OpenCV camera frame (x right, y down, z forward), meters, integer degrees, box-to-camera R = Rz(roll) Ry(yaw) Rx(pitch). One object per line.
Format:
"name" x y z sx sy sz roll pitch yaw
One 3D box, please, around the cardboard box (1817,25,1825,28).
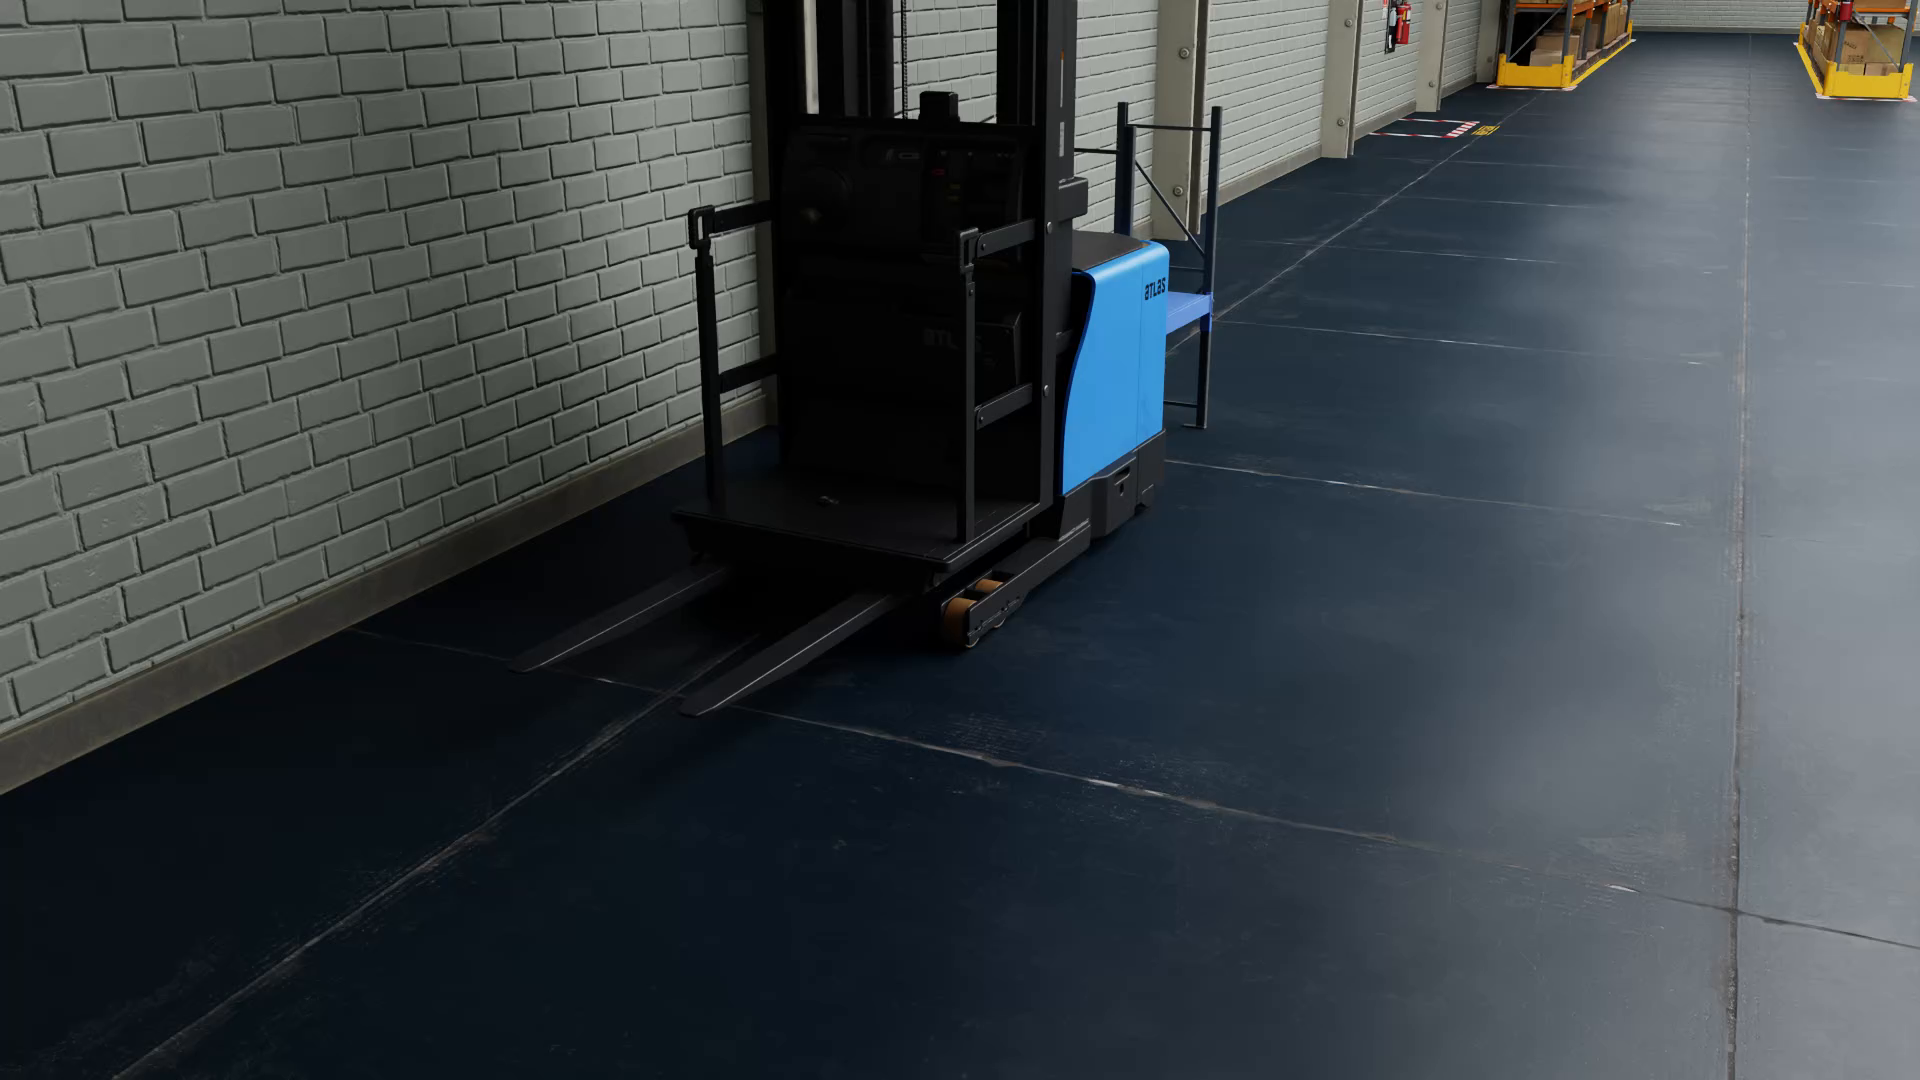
"cardboard box" 17.556 -10.136 33.568 0.500 0.500 0.500 9 22 25

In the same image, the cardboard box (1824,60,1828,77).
"cardboard box" 14.255 -7.604 26.851 0.500 0.250 0.500 9 21 23

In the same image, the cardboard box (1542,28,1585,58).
"cardboard box" 11.515 -9.501 31.782 0.700 0.500 0.500 9 22 25

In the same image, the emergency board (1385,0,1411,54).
"emergency board" 5.584 -6.770 21.028 0.194 1.169 0.643 9 21 23

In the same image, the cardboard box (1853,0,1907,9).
"cardboard box" 14.314 -8.531 25.831 0.700 0.500 0.500 9 21 23

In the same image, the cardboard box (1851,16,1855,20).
"cardboard box" 20.665 -12.064 38.987 0.500 0.500 0.500 9 21 23

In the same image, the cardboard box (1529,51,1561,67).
"cardboard box" 9.956 -8.161 28.296 0.500 0.311 0.500 6 20 17

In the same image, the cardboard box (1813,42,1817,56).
"cardboard box" 16.700 -9.417 31.949 0.500 0.250 0.500 8 21 21

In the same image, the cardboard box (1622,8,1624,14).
"cardboard box" 15.424 -12.469 39.190 0.380 0.149 0.250 8 21 21

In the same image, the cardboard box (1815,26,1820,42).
"cardboard box" 16.905 -9.835 32.288 0.500 0.311 0.500 9 22 25

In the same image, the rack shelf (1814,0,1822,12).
"rack shelf" 18.206 -11.061 34.168 1.077 0.370 4.000 9 21 23

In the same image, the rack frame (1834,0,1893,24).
"rack frame" 15.749 -9.566 28.890 1.000 3.000 0.127 9 21 23

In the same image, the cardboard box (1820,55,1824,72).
"cardboard box" 14.864 -8.064 28.143 0.500 0.250 0.500 9 21 23

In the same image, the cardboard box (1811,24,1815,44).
"cardboard box" 18.185 -10.610 34.900 0.500 0.500 0.500 9 21 23

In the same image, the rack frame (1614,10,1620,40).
"rack frame" 14.504 -12.690 37.674 1.000 3.000 0.127 9 21 23

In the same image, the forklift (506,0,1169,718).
"forklift" -0.295 -1.196 5.458 1.130 2.935 3.031 10 22 26

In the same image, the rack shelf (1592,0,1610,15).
"rack shelf" 12.047 -10.517 32.638 1.077 0.370 4.000 9 21 23

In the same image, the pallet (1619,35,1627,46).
"pallet" 15.385 -11.972 39.818 1.003 0.211 1.213 9 21 23

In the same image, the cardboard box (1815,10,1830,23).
"cardboard box" 17.990 -10.821 34.373 0.500 0.250 0.500 8 21 22

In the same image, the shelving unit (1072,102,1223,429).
"shelving unit" 0.716 -1.129 7.406 0.538 1.500 1.048 10 22 26

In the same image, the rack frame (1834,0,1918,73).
"rack frame" 14.111 -8.343 25.451 1.000 3.000 0.127 9 21 23

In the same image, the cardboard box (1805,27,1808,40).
"cardboard box" 19.307 -11.394 37.387 0.500 0.311 0.500 9 21 23

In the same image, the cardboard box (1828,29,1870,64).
"cardboard box" 14.059 -7.803 26.292 0.500 0.500 0.500 9 21 23

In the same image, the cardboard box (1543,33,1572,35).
"cardboard box" 10.840 -8.951 30.235 0.500 0.500 0.500 7 21 19

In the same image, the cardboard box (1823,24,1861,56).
"cardboard box" 14.864 -8.417 28.017 0.500 0.500 0.500 9 21 23

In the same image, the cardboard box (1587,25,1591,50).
"cardboard box" 12.302 -10.128 33.544 0.700 0.500 0.500 9 21 23

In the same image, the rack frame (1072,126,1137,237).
"rack frame" 0.477 -0.979 6.983 0.500 1.500 0.032 10 22 26

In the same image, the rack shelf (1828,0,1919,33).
"rack shelf" 14.930 -8.615 27.291 1.077 0.370 4.000 9 21 23

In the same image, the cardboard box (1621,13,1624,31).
"cardboard box" 15.537 -12.398 39.958 0.700 0.500 0.500 8 21 21

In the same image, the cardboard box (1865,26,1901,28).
"cardboard box" 15.150 -8.190 27.380 0.500 0.500 0.500 9 21 23

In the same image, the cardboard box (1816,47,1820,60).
"cardboard box" 16.072 -8.945 30.622 0.500 0.250 0.500 9 21 24

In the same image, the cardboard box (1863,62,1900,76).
"cardboard box" 14.534 -7.379 26.217 0.500 0.250 0.500 9 21 23

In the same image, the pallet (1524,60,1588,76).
"pallet" 10.986 -8.720 30.674 1.003 0.211 1.213 9 21 23

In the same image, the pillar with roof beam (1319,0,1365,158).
"pillar with roof beam" 8.101 -7.922 15.314 9.100 9.000 0.400 9 21 23

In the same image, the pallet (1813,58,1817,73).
"pallet" 16.513 -8.857 31.058 1.003 0.211 1.213 9 21 23

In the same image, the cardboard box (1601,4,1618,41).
"cardboard box" 13.995 -11.386 36.590 0.750 0.750 0.750 9 22 24

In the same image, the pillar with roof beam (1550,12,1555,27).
"pillar with roof beam" 17.929 -15.258 35.944 9.100 9.000 0.400 9 21 23

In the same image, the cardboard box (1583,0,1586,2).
"cardboard box" 10.493 -9.381 28.566 0.500 0.250 0.500 8 21 22

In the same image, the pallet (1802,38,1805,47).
"pallet" 20.306 -11.653 38.921 1.003 0.211 1.213 9 21 23

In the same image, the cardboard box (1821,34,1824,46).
"cardboard box" 15.653 -8.895 29.645 0.500 0.311 0.500 9 21 23

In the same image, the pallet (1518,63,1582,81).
"pallet" 10.487 -8.346 29.622 1.003 0.211 1.213 9 21 23

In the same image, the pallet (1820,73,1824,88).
"pallet" 14.887 -7.640 27.637 1.003 0.211 1.213 9 21 23

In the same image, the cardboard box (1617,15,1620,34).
"cardboard box" 14.904 -11.925 38.626 0.700 0.500 0.500 9 21 23

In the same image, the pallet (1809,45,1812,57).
"pallet" 18.726 -10.444 35.520 1.003 0.211 1.213 9 21 23

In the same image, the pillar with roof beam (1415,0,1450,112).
"pillar with roof beam" 10.558 -9.756 20.471 9.100 9.000 0.400 9 21 23

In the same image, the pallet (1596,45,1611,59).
"pallet" 13.258 -10.384 35.352 1.003 0.211 1.213 9 21 23

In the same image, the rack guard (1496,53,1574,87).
"rack guard" 9.621 -7.867 27.844 1.175 0.500 0.348 9 21 23

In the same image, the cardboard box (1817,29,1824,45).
"cardboard box" 16.276 -9.361 30.953 0.500 0.311 0.500 8 21 22

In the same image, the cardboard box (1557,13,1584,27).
"cardboard box" 11.901 -10.149 32.485 0.500 0.250 0.500 8 21 21

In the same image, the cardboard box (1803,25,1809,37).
"cardboard box" 19.977 -11.866 38.804 0.500 0.250 0.500 9 21 23
